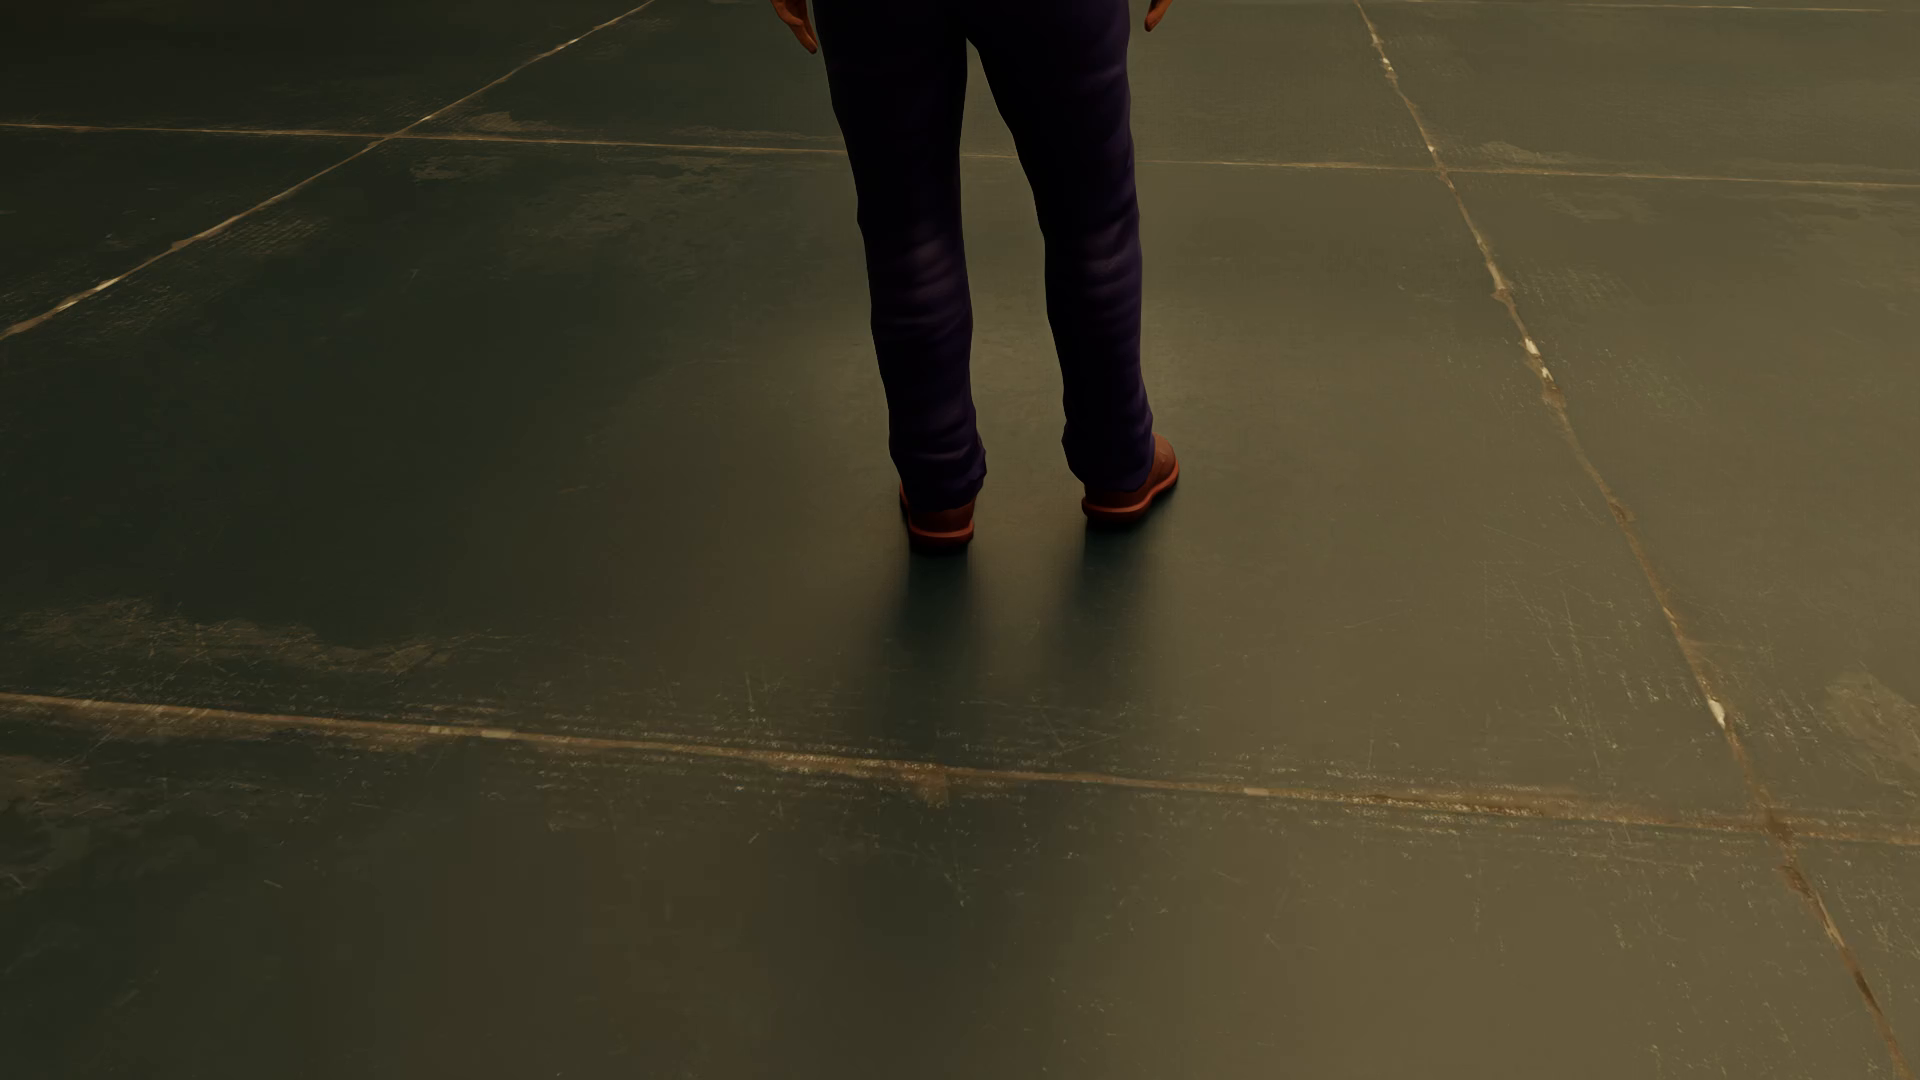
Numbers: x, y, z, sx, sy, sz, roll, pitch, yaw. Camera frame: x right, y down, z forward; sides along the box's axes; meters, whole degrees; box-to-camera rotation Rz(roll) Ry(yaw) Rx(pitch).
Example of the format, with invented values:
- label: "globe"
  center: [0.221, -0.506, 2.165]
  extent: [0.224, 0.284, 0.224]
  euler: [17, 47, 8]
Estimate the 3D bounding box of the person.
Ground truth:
- label: "person"
  center: [0.035, -0.777, 2.209]
  extent: [0.598, 1.637, 0.501]
  euler: [3, 27, 7]
